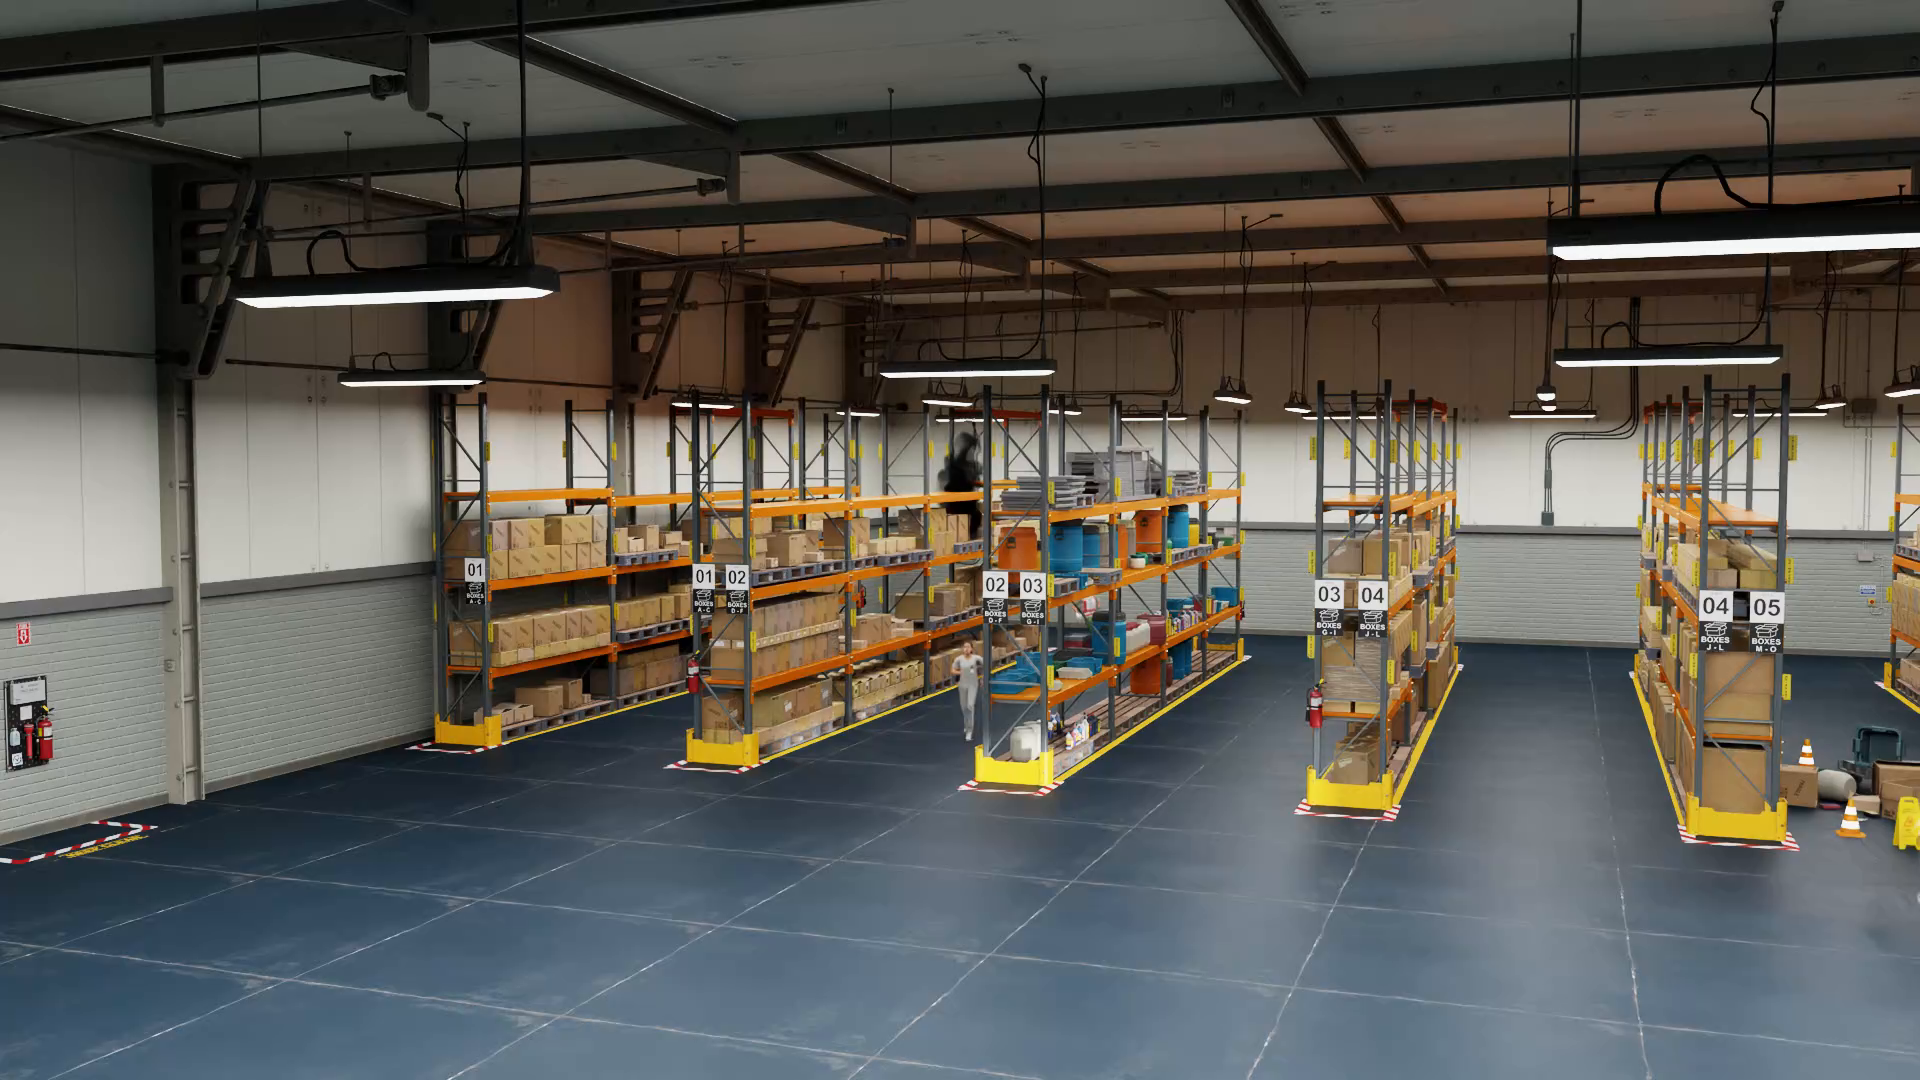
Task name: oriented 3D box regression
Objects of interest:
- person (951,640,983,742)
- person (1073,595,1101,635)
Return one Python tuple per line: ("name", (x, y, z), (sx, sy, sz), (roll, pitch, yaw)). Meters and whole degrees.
("person", (0.142, 2.605, 29.086), (0.566, 1.721, 0.831), (1, 3, 12))
("person", (3.223, 1.932, 41.408), (0.715, 1.780, 0.657), (-1, 3, -23))
